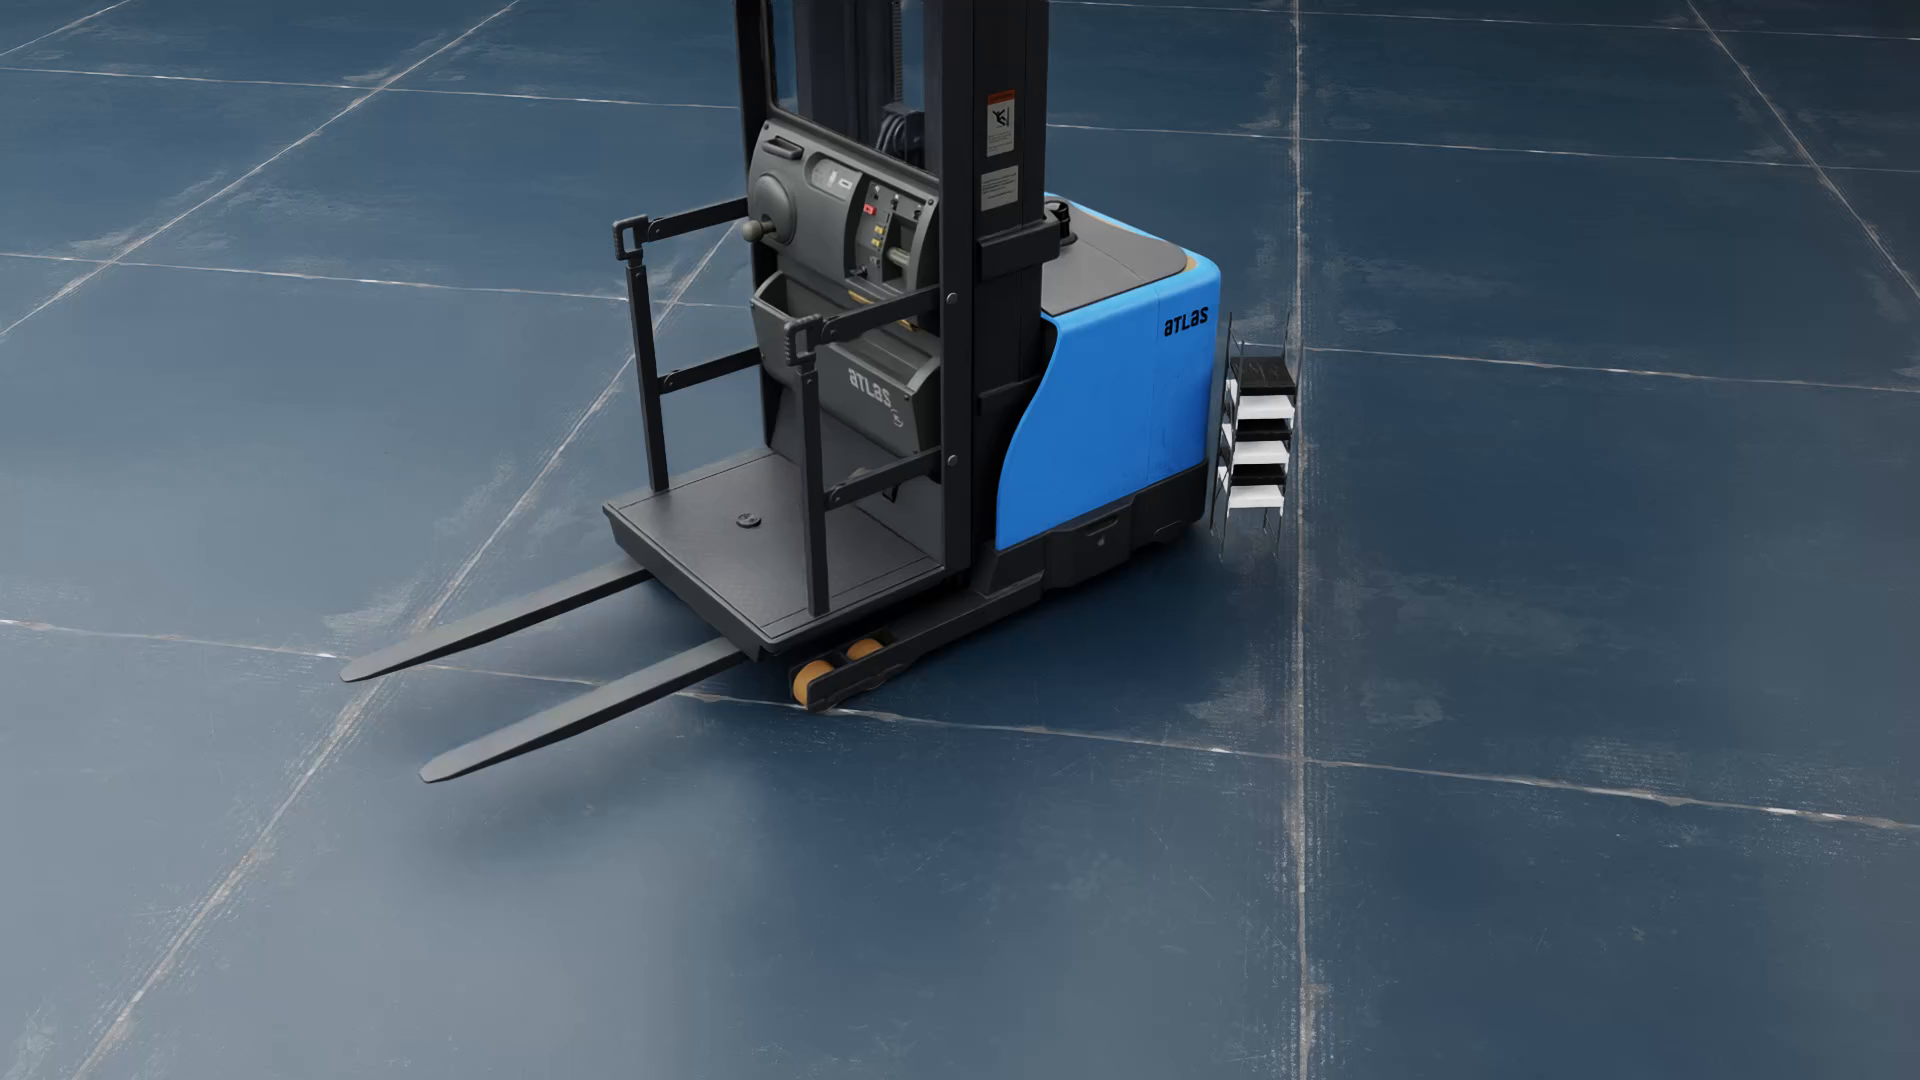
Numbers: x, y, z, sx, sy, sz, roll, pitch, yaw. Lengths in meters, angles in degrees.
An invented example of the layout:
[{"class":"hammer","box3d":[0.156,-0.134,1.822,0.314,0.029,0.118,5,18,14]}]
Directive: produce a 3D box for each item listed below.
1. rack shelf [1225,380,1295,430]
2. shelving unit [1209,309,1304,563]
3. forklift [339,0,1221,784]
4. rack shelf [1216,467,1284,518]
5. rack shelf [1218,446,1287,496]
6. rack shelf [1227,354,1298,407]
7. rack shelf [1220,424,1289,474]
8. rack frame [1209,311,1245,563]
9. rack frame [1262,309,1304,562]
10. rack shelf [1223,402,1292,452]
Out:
[{"class":"rack shelf","box3d":[1.058,-0.487,5.904,0.200,0.077,0.258,-2,32,-3]},{"class":"shelving unit","box3d":[1.058,-0.363,5.982,0.210,0.900,0.258,-2,32,-3]},{"class":"forklift","box3d":[-0.543,-1.003,5.089,3.031,2.935,1.130,-23,39,-32]},{"class":"rack shelf","box3d":[1.058,-0.182,6.095,0.200,0.077,0.258,-2,32,-3]},{"class":"rack shelf","box3d":[1.058,-0.258,6.047,0.200,0.077,0.258,-2,32,-3]},{"class":"rack shelf","box3d":[1.058,-0.563,5.856,0.200,0.077,0.258,-2,32,-3]},{"class":"rack shelf","box3d":[1.058,-0.335,5.999,0.200,0.077,0.258,-2,32,-3]},{"class":"rack frame","box3d":[0.957,-0.360,5.977,0.006,0.900,0.240,-2,32,-3]},{"class":"rack frame","box3d":[1.160,-0.366,5.986,0.006,0.900,0.240,-2,32,-3]},{"class":"rack shelf","box3d":[1.058,-0.411,5.951,0.200,0.077,0.258,-2,32,-3]}]
